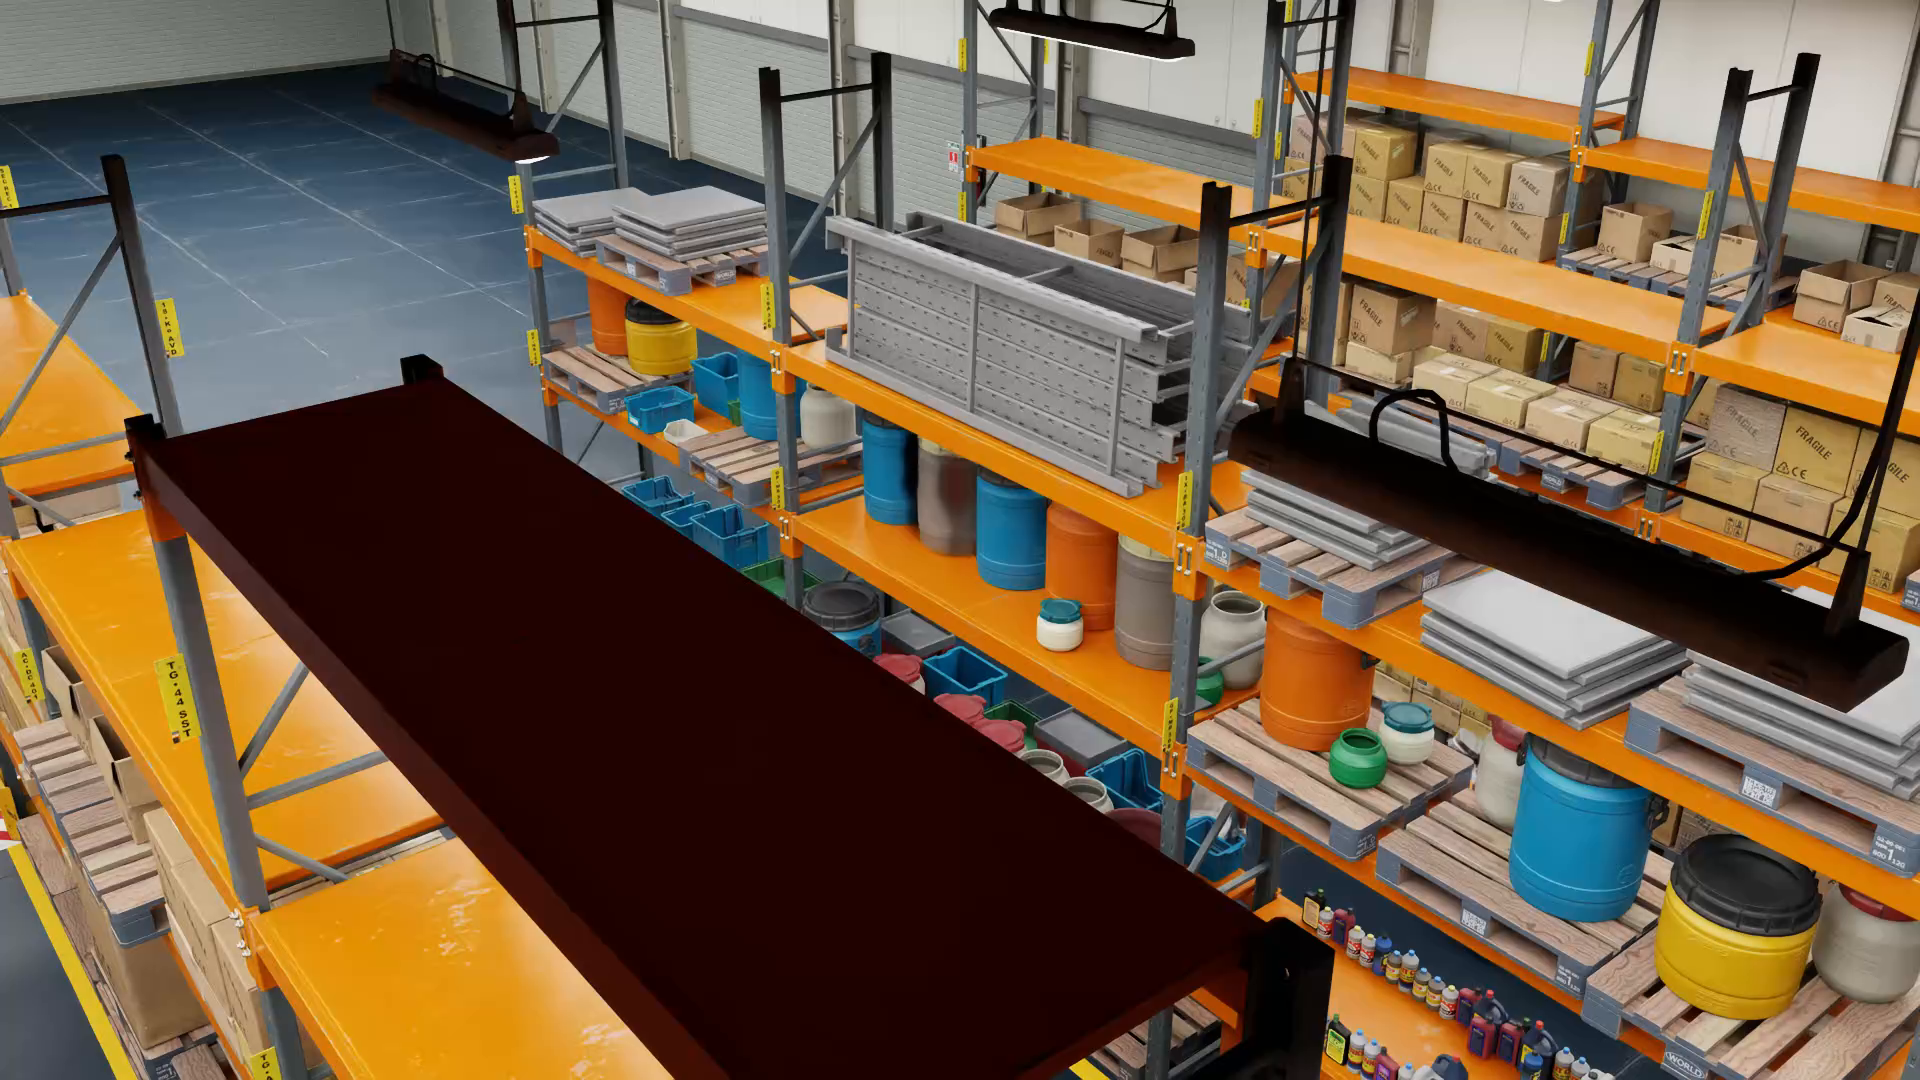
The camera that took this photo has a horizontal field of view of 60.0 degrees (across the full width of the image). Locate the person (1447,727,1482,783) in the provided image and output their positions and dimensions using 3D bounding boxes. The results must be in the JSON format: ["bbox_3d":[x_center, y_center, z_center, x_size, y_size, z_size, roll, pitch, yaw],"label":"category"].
[{"bbox_3d":[3.527,2.089,12.059,0.511,1.637,0.951,-23,34,-39],"label":"person"}]

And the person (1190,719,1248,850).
[{"bbox_3d":[1.737,2.059,11.939,0.643,1.786,0.394,3,26,6],"label":"person"}]
